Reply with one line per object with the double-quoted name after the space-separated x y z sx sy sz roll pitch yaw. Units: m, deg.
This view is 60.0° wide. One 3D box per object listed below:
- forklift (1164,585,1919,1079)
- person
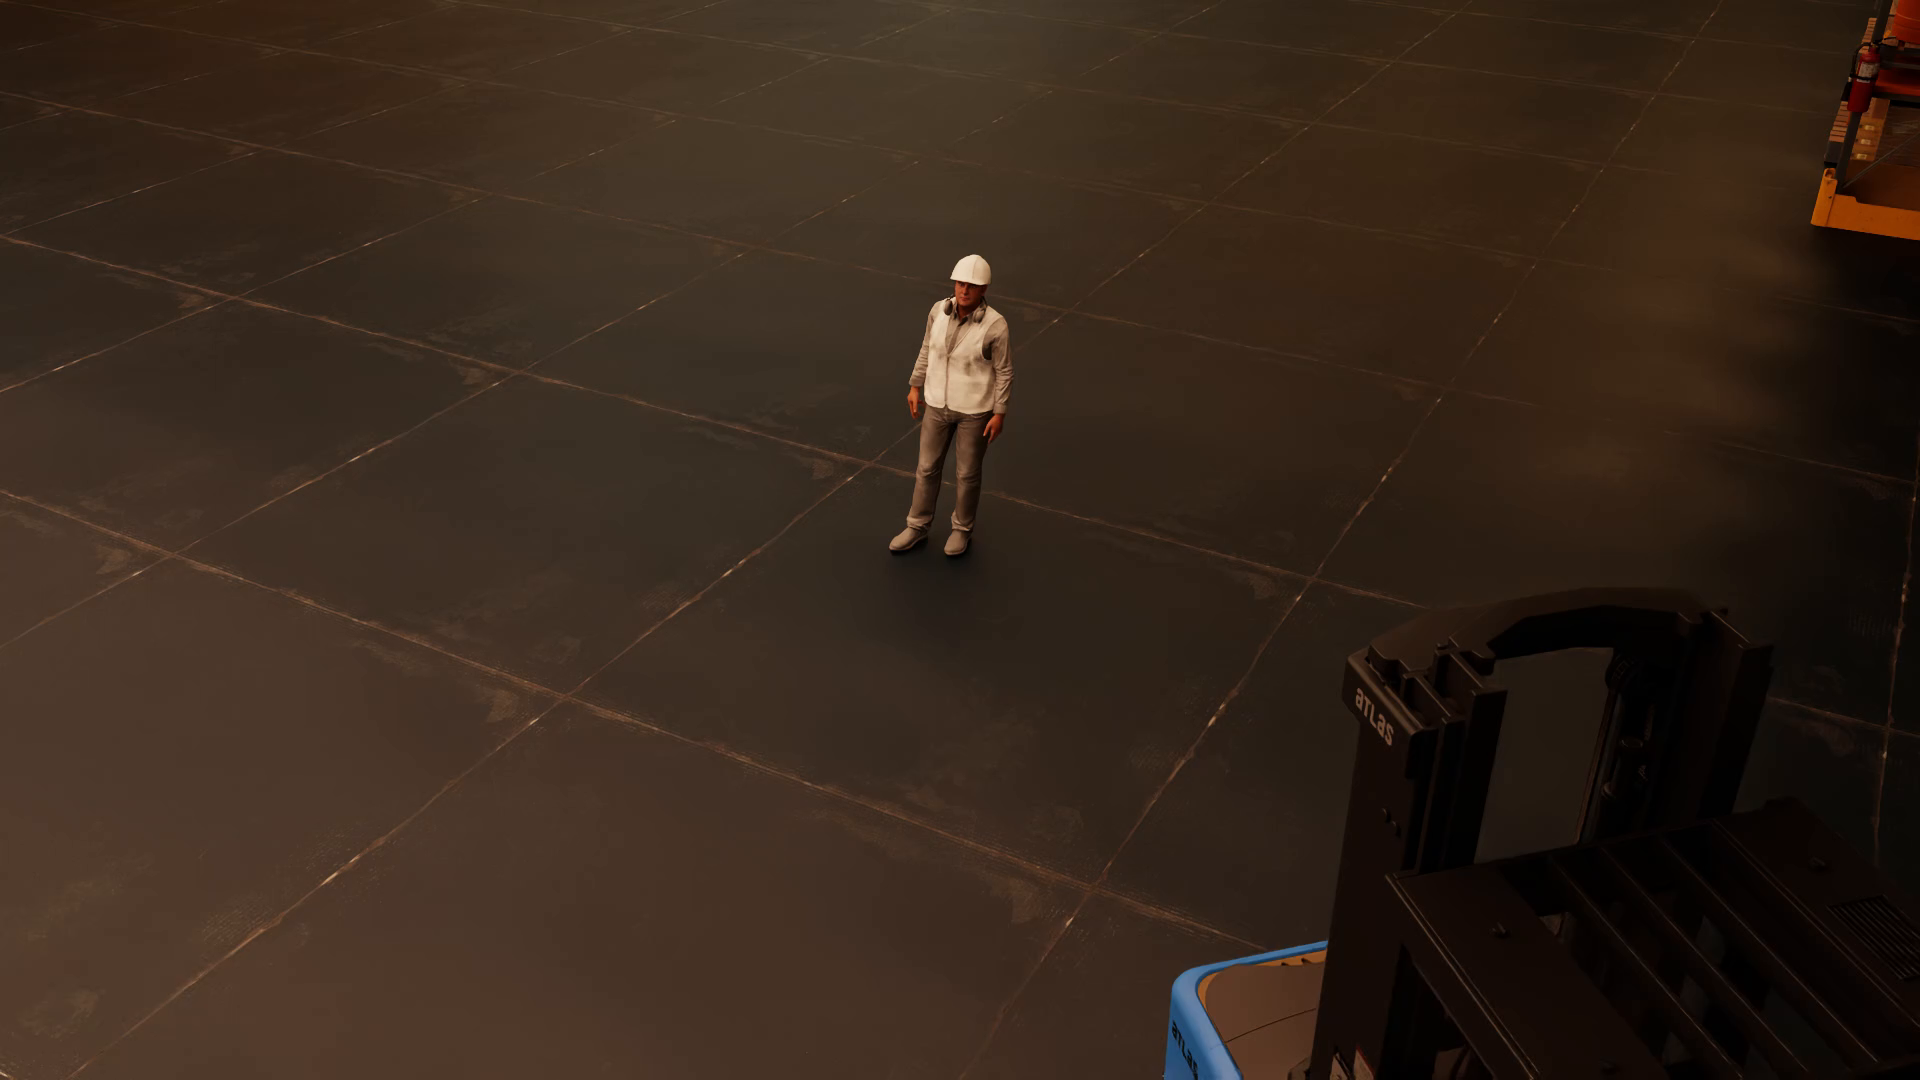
1.553 1.713 4.102 1.130 2.935 3.031 -8 31 -13 "forklift"
-0.037 -0.749 9.511 0.634 1.775 0.566 15 33 25 "person"
